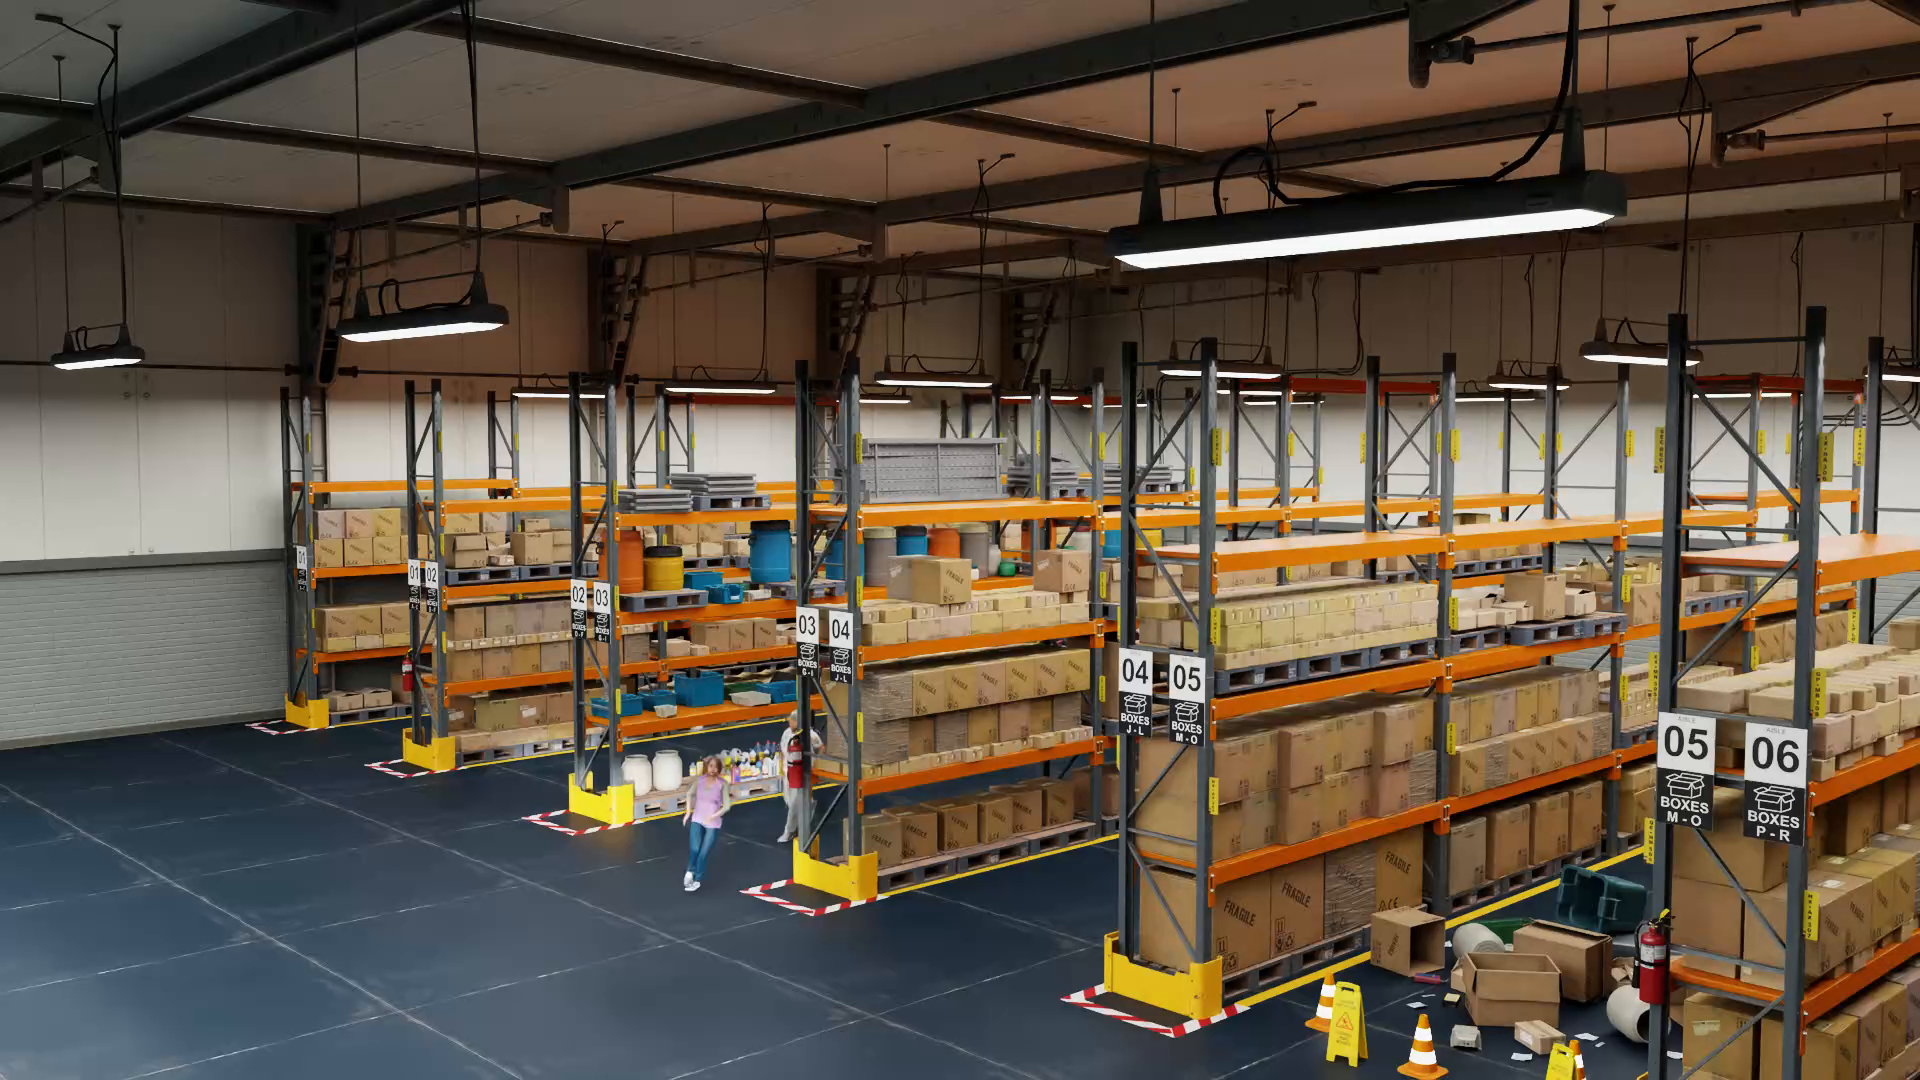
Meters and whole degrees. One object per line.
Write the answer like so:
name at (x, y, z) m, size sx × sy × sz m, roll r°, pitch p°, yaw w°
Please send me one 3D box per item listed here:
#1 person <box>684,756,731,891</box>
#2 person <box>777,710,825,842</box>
person at (-2.845, 3.198, 18.651) m, size 0.547 × 1.529 × 0.542 m, roll 0°, pitch 4°, yaw -1°
person at (-2.043, 2.996, 21.368) m, size 0.631 × 1.656 × 0.817 m, roll 2°, pitch 4°, yaw 29°
